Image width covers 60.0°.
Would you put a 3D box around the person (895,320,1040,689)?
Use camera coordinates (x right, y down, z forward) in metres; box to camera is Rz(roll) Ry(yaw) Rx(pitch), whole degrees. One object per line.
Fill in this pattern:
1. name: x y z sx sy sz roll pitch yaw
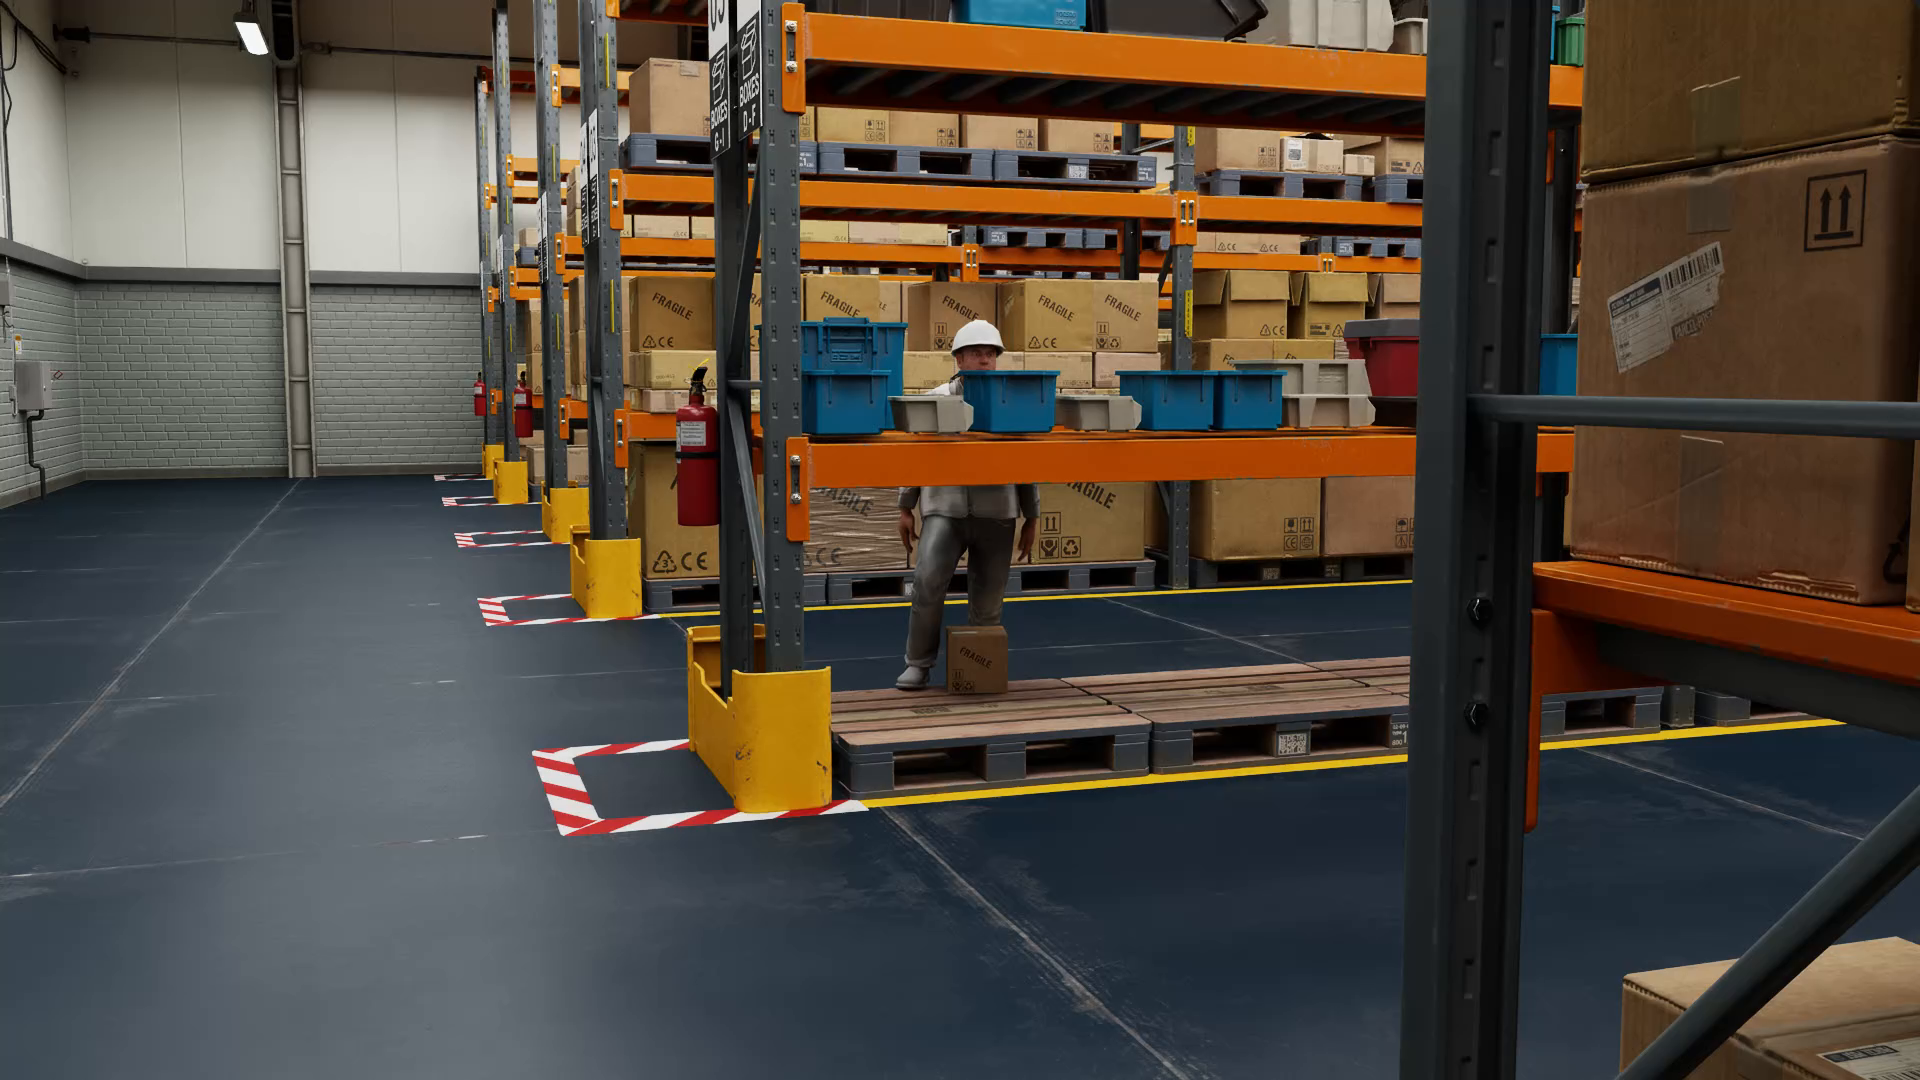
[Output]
1. person: 0.037 -0.065 7.234 0.637 1.778 0.610 0 6 -2
